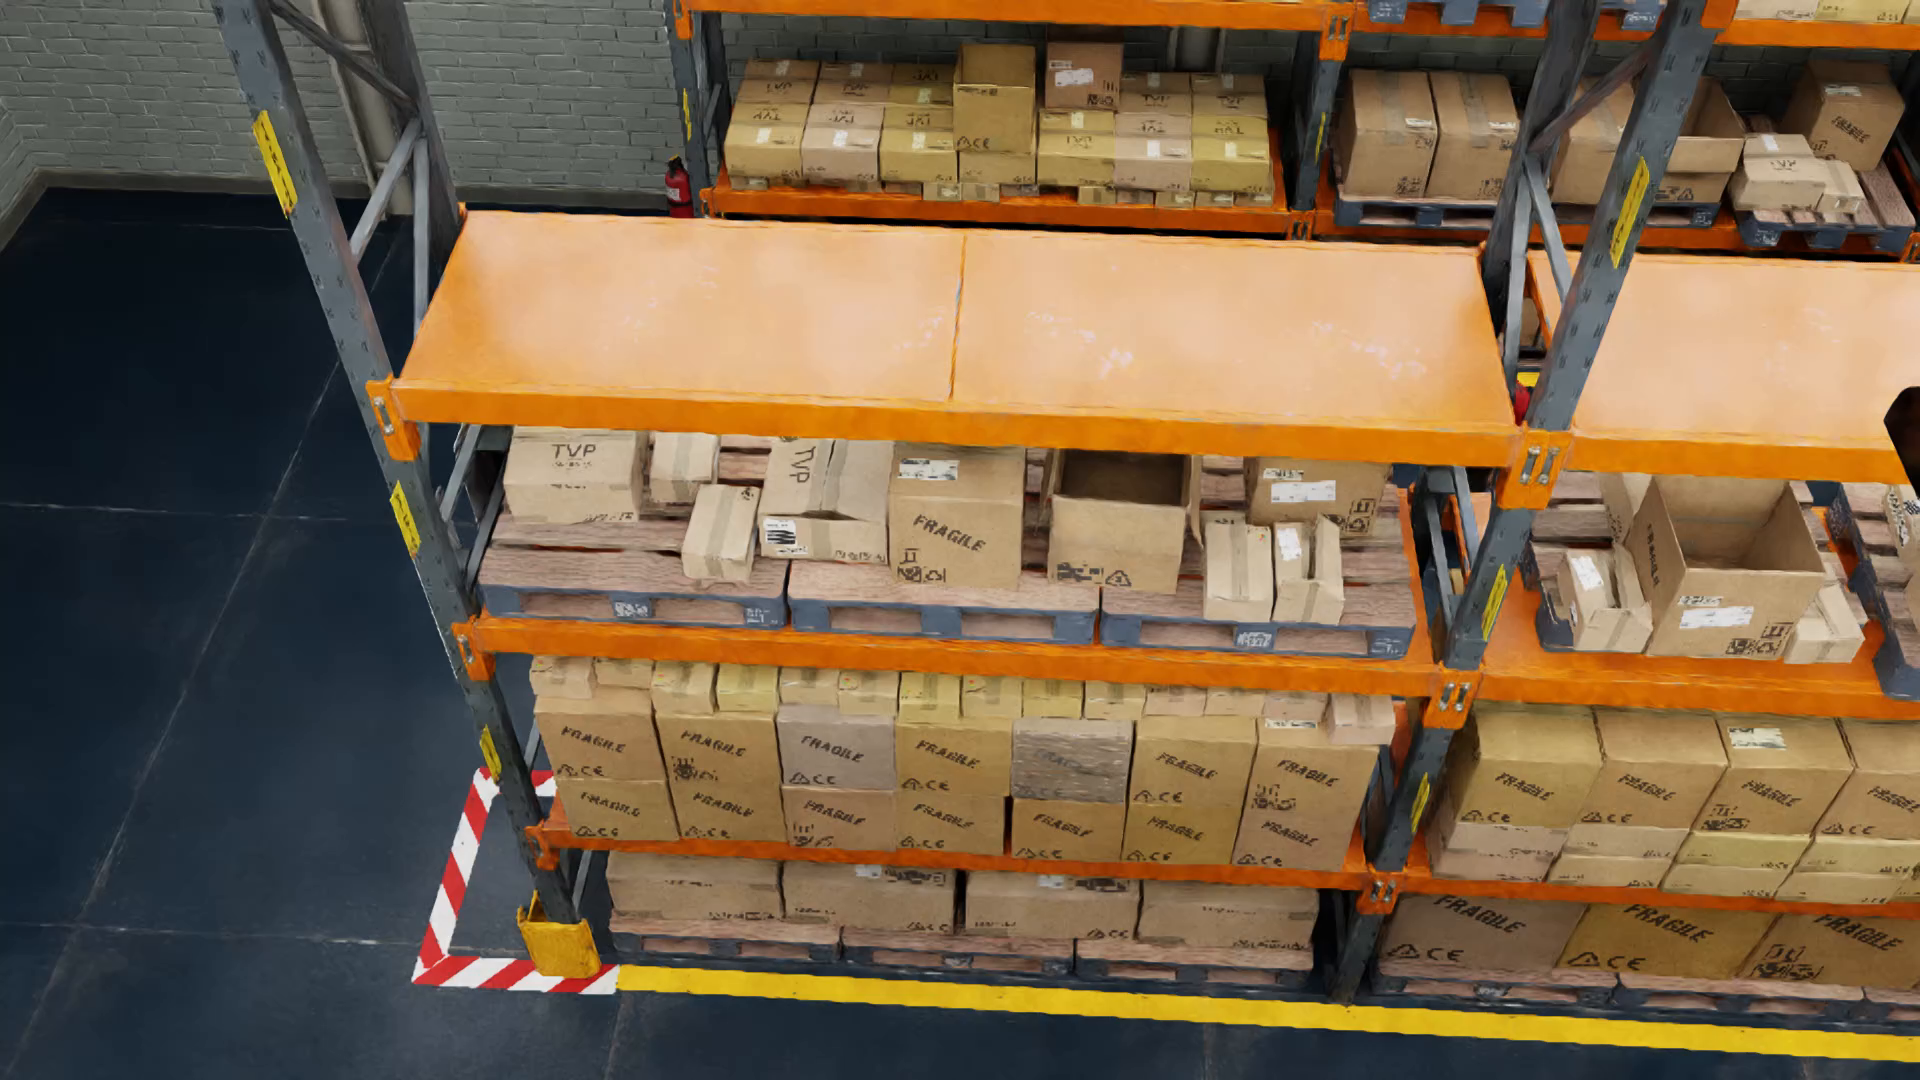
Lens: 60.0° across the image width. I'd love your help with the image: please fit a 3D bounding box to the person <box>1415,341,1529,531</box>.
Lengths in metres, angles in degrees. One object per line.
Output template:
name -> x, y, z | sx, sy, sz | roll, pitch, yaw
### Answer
person -> 3.010, -0.516, 10.028 | 0.667, 1.721, 0.594 | 20, 51, 17
